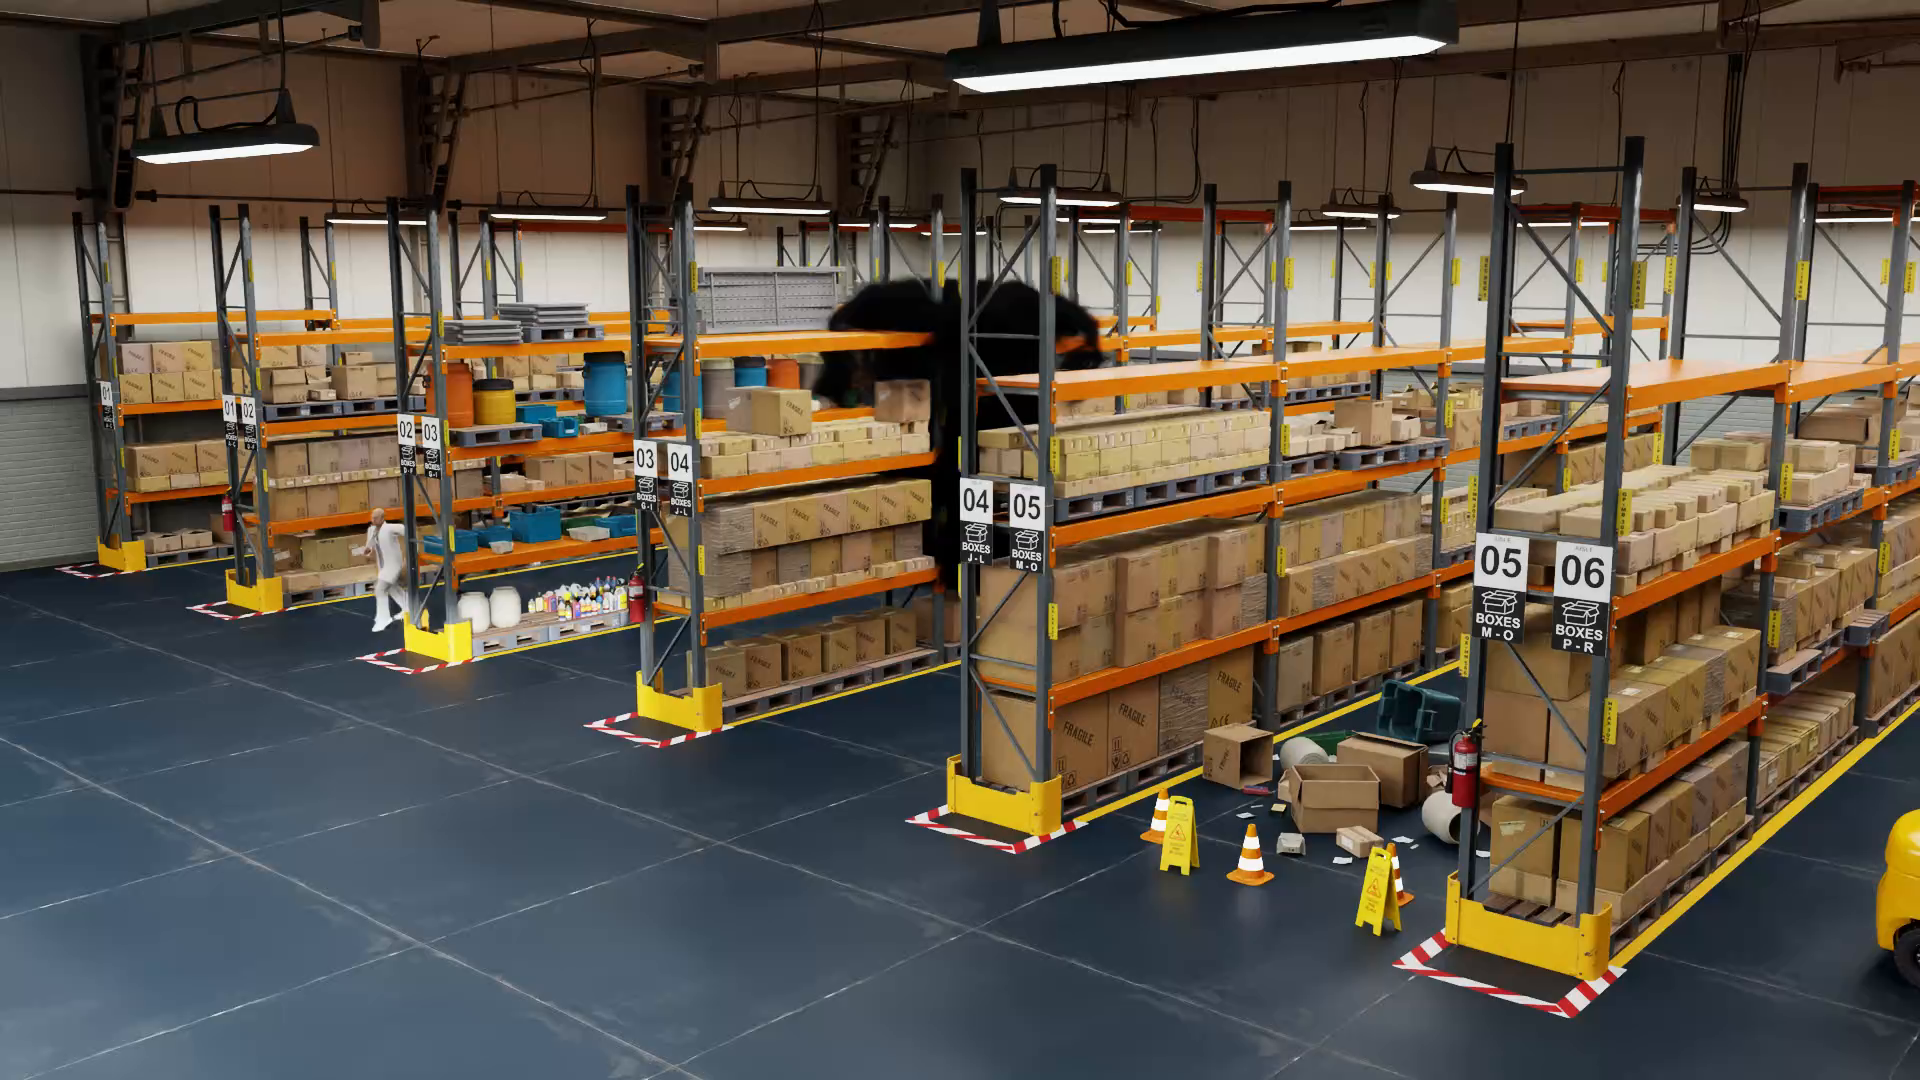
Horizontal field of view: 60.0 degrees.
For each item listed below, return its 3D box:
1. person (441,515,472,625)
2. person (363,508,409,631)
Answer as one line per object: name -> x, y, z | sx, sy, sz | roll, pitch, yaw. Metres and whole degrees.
person -> -7.270, 0.415, 24.075 | 0.548, 1.568, 0.739 | 5, 11, 26
person -> -8.065, 0.420, 23.721 | 0.772, 1.821, 0.947 | 6, 11, 32
